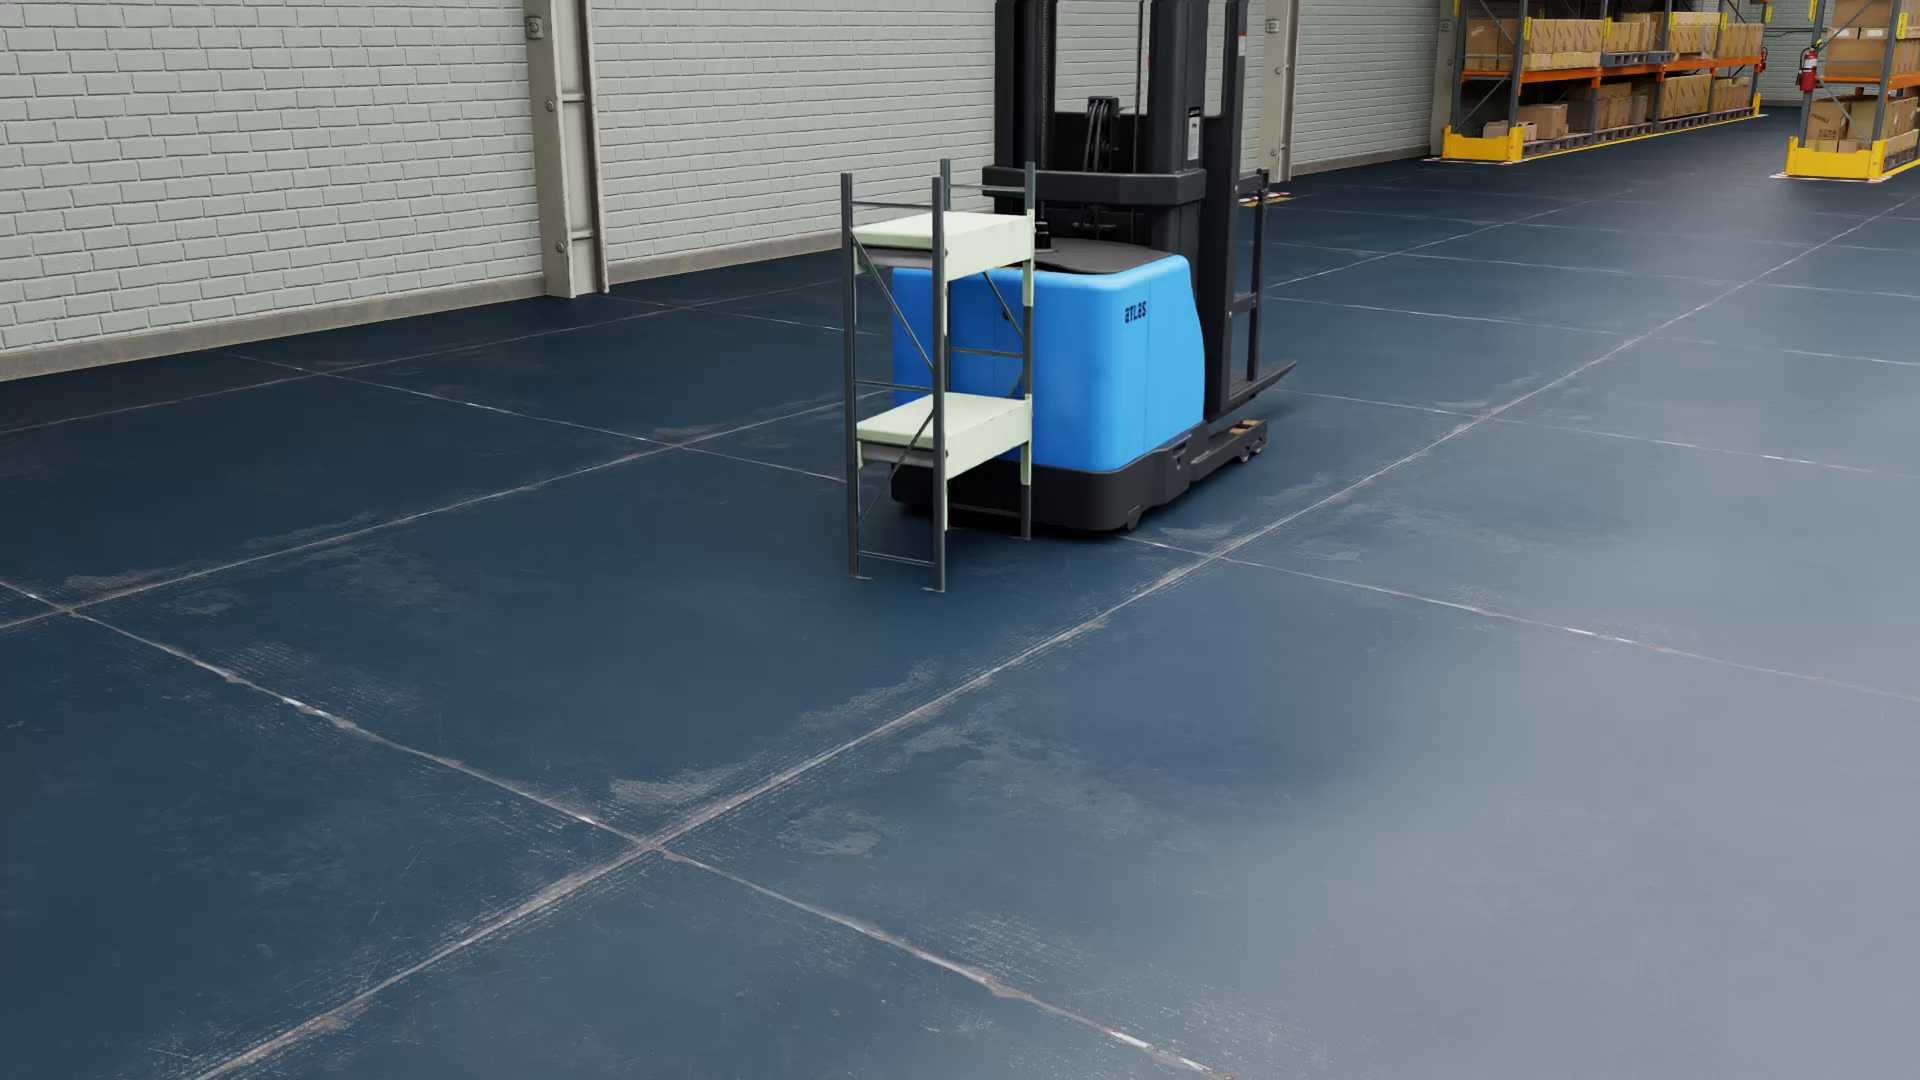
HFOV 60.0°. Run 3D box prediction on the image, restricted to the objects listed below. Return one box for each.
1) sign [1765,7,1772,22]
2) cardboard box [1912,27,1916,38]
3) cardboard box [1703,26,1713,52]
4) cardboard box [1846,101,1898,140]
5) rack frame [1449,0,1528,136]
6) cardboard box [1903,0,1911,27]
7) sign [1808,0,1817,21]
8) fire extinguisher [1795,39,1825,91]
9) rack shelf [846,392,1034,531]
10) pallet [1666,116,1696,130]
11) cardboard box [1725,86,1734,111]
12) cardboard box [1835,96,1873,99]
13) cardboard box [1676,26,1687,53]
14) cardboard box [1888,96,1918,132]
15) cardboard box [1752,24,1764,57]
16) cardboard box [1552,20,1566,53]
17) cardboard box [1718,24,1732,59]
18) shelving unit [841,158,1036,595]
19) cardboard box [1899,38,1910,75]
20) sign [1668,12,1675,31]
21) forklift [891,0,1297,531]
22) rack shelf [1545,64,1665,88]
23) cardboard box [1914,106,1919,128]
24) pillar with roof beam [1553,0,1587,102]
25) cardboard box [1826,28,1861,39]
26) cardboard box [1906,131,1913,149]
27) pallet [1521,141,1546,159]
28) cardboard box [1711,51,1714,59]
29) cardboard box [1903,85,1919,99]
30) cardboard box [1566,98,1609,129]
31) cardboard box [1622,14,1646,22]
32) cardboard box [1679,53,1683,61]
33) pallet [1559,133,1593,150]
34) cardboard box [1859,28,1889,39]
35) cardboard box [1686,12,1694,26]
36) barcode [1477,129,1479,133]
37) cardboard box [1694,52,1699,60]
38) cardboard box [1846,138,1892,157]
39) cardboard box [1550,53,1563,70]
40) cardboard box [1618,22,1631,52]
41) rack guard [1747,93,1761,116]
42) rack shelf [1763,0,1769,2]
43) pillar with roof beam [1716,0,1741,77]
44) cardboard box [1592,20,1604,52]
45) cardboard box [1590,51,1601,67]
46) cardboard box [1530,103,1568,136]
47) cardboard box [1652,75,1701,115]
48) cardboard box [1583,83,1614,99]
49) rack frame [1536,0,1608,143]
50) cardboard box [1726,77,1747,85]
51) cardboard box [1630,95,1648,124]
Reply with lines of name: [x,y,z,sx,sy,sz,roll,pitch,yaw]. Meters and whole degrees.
sign: [17.988,-11.697,37.000,0.100,0.325,0.005,12,21,35]
cardboard box: [13.487,-7.286,23.886,0.380,0.149,0.250,13,22,36]
cardboard box: [14.808,-10.099,33.502,0.500,0.500,0.500,13,21,35]
cardboard box: [12.802,-5.898,23.342,0.500,0.500,0.500,12,21,35]
rack frame: [8.027,-7.319,25.254,1.000,3.000,0.127,12,21,35]
cardboard box: [12.936,-7.480,23.416,0.700,0.500,0.500,13,21,35]
sign: [11.580,-7.210,22.551,0.100,0.325,0.005,12,21,35]
fire extinguisher: [11.564,-6.461,22.623,0.296,0.674,0.183,12,21,35]
rack shelf: [-0.066,-0.331,6.381,0.431,0.370,0.720,9,19,26]
pallet: [14.051,-8.356,33.297,1.003,0.211,1.213,12,21,35]
cardboard box: [16.314,-9.585,36.057,0.700,0.500,0.500,13,21,36]
cardboard box: [13.267,-6.349,24.796,0.500,0.500,0.500,12,21,35]
cardboard box: [13.608,-9.617,31.951,0.500,0.500,0.500,13,22,36]
cardboard box: [13.983,-6.377,24.884,0.500,0.500,0.500,12,21,35]
cardboard box: [17.264,-11.150,37.085,0.980,0.700,0.700,14,22,37]
cardboard box: [9.168,-7.913,26.124,0.500,0.500,0.500,12,21,33]
cardboard box: [15.513,-10.447,34.820,0.980,0.700,0.700,13,21,36]
shelving unit: [-0.066,-0.643,6.284,0.431,1.500,0.755,9,19,26]
cardboard box: [13.216,-6.970,23.963,0.700,0.500,0.500,13,22,36]
sign: [13.235,-9.646,30.929,0.100,0.325,0.005,12,21,35]
forklift: [0.846,-1.825,7.678,1.130,2.935,3.031,9,19,27]
rack shelf: [11.602,-8.404,29.963,1.077,0.370,4.000,12,21,35]
cardboard box: [14.837,-6.607,25.944,0.500,0.311,0.500,13,21,35]
pillar with roof beam: [14.782,-11.172,27.546,9.100,9.000,0.400,12,21,35]
cardboard box: [12.082,-6.927,22.729,0.380,0.149,0.250,12,21,34]
cardboard box: [13.984,-6.018,24.994,0.500,0.250,0.500,12,21,35]
pallet: [8.585,-6.193,26.329,1.003,0.211,1.213,12,21,35]
cardboard box: [15.203,-9.936,34.072,0.380,0.149,0.250,13,21,35]
cardboard box: [17.173,-8.003,29.665,0.500,0.250,0.500,13,22,37]
cardboard box: [11.103,-7.598,29.626,0.700,0.500,0.500,12,21,34]
cardboard box: [12.432,-9.625,30.677,0.380,0.149,0.250,9,19,26]
cardboard box: [13.920,-9.463,32.548,0.380,0.149,0.250,13,21,36]
pallet: [10.038,-6.774,28.200,1.003,0.211,1.213,12,21,35]
cardboard box: [12.414,-6.857,22.506,0.380,0.149,0.250,12,21,34]
cardboard box: [13.885,-10.092,32.217,0.500,0.250,0.500,13,21,35]
barcode: [8.201,-6.473,26.307,0.001,0.075,0.075,12,21,35]
cardboard box: [14.572,-9.698,33.306,0.380,0.149,0.250,12,21,35]
cardboard box: [12.801,-5.540,23.454,0.500,0.250,0.500,12,21,35]
cardboard box: [9.179,-7.563,26.261,0.500,0.250,0.500,12,21,34]
cardboard box: [11.447,-8.939,29.560,0.700,0.500,0.500,16,24,42]
rack guard: [17.575,-9.942,37.915,1.175,0.500,0.348,12,21,35]
rack shelf: [16.369,-11.742,35.654,1.077,0.370,4.000,12,21,35]
pillar with roof beam: [21.932,-14.030,36.750,9.100,9.000,0.400,12,21,35]
cardboard box: [10.377,-8.400,27.692,0.500,0.500,0.500,12,21,35]
cardboard box: [10.371,-8.043,27.806,0.500,0.250,0.500,12,21,35]
cardboard box: [9.824,-7.034,27.809,0.500,0.500,0.500,11,20,31]
cardboard box: [14.367,-8.961,33.459,0.750,0.750,0.750,13,22,36]
cardboard box: [11.402,-8.054,29.831,0.500,0.250,0.500,12,21,33]
rack frame: [10.410,-8.272,28.322,1.000,3.000,0.127,12,21,35]
cardboard box: [17.142,-10.138,36.746,0.380,0.149,0.250,13,22,36]
cardboard box: [12.406,-8.060,31.114,0.700,0.500,0.500,13,21,35]
